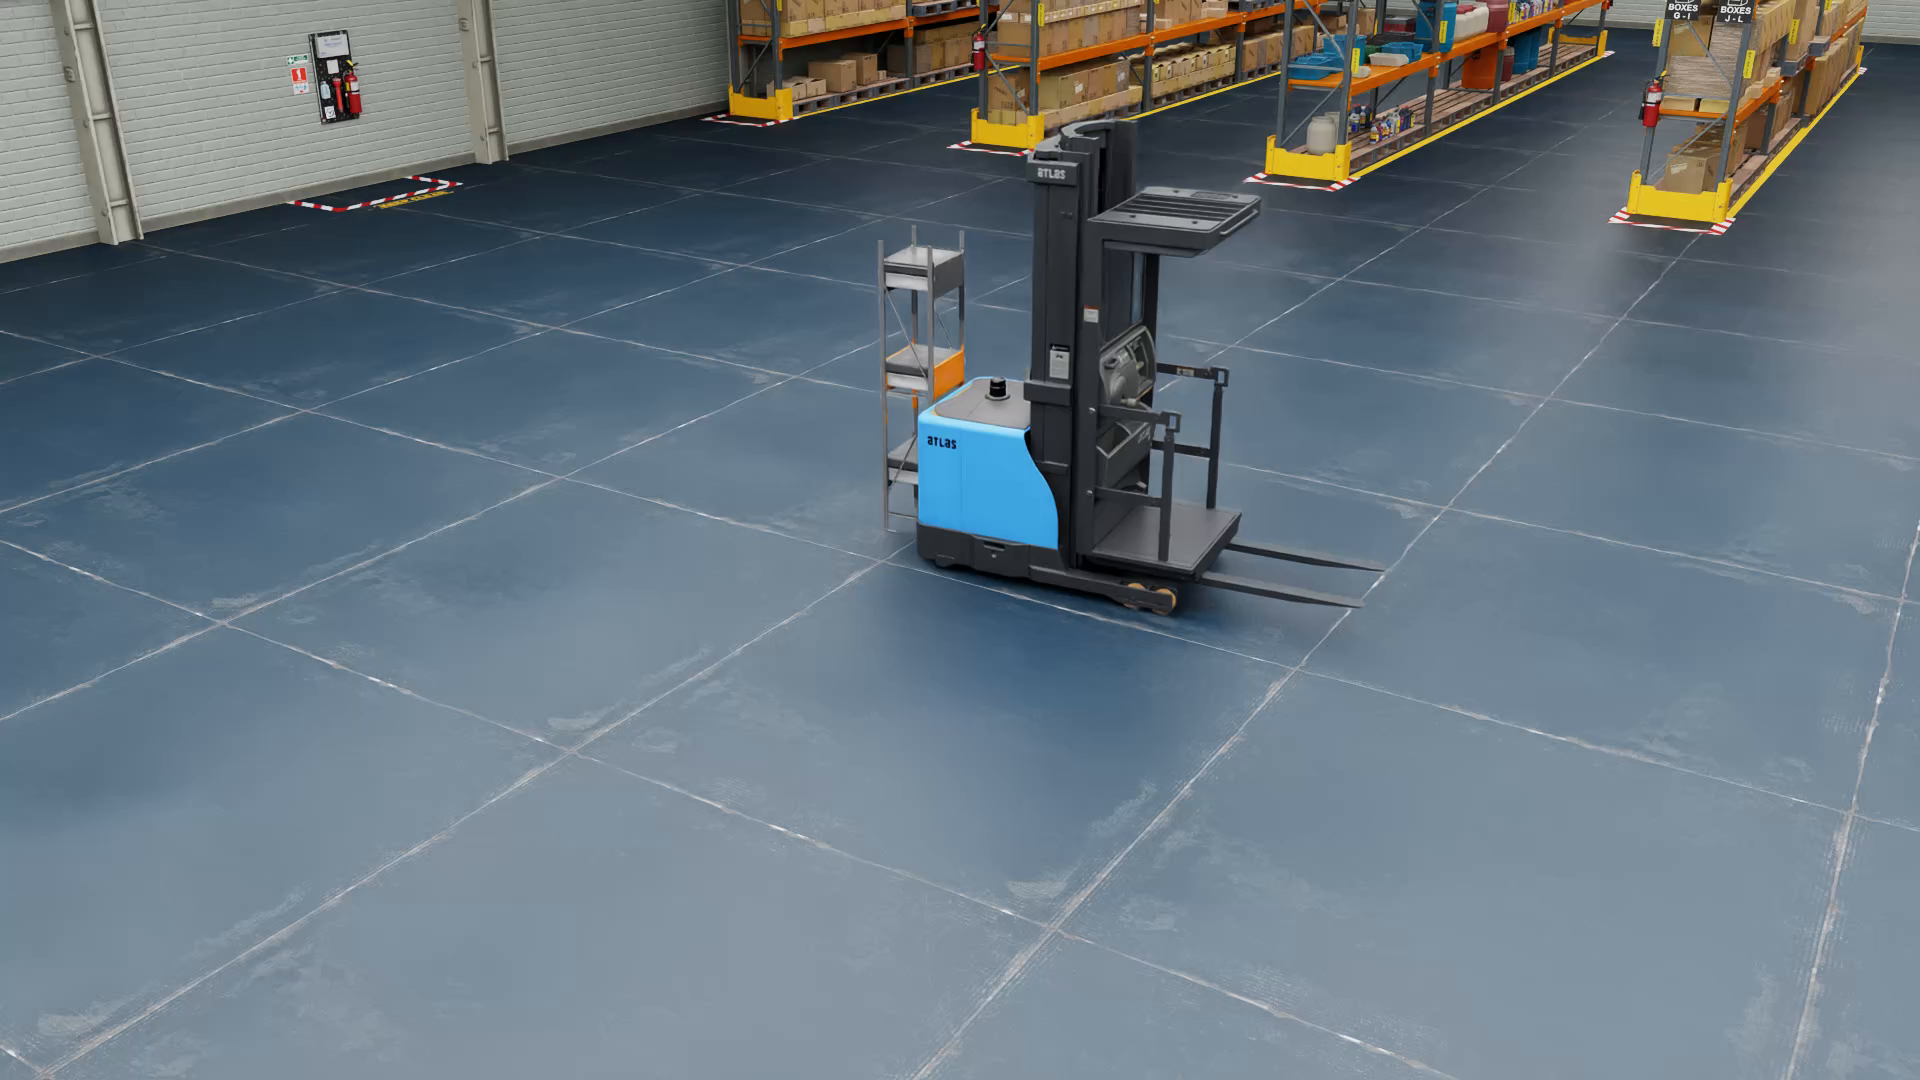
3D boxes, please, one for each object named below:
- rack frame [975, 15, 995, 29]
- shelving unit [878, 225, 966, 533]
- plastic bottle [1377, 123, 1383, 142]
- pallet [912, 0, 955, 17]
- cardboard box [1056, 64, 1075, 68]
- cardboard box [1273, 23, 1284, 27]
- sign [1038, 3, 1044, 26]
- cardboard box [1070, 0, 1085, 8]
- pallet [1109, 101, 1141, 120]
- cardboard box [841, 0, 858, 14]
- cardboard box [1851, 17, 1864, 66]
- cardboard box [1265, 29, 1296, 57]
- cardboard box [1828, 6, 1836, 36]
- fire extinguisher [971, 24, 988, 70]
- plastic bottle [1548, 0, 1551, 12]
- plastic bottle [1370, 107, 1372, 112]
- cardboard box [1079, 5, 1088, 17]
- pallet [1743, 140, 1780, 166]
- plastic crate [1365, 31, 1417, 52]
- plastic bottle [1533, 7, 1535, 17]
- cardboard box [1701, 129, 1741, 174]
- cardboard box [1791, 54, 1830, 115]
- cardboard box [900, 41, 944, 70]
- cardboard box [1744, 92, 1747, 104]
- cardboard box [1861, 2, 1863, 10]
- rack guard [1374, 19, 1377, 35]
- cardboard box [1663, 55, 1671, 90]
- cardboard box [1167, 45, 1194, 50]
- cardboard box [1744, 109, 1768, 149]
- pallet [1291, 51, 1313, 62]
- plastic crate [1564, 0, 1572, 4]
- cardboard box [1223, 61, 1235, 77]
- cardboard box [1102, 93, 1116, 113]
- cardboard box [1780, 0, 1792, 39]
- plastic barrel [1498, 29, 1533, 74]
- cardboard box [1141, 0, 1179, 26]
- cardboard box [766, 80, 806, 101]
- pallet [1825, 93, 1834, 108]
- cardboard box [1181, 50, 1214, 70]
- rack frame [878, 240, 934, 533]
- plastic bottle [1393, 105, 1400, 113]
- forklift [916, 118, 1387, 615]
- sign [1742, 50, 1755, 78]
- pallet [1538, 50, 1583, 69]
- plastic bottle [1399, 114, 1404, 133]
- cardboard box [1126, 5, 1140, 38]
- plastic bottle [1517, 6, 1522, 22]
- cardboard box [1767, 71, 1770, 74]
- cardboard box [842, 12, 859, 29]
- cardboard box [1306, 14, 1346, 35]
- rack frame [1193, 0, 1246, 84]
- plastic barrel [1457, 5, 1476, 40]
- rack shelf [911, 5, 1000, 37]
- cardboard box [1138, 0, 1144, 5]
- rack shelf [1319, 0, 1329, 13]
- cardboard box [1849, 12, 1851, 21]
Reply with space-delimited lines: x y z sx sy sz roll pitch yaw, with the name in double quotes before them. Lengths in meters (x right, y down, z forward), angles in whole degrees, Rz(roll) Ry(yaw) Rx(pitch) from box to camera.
"rack frame" 0.763 -11.340 34.170 1.000 3.000 0.127 14 27 29
"shelving unit" -0.257 -1.085 11.613 0.431 2.100 0.503 11 26 23
"plastic bottle" 6.316 -6.139 25.020 0.061 0.283 0.133 14 27 30
"pallet" -0.820 -10.130 31.615 1.003 0.211 1.213 14 27 29
"cardboard box" 1.563 -7.631 27.590 0.500 0.500 0.500 14 27 29
"cardboard box" 6.621 -10.596 35.044 0.500 0.500 0.500 13 26 27
"sign" 1.222 -7.919 25.077 0.100 0.325 0.005 14 27 29
"cardboard box" 1.577 -8.766 26.466 0.700 0.500 0.500 14 27 29
"pallet" 2.408 -7.414 28.611 1.003 0.211 1.213 14 27 29
"cardboard box" -2.140 -9.537 29.225 0.500 0.500 0.500 15 27 31
"cardboard box" 17.338 -9.911 33.015 0.875 0.875 0.875 14 27 29
"cardboard box" 6.534 -10.148 34.007 0.500 0.500 0.500 14 27 30
"cardboard box" 14.412 -8.727 28.008 0.500 0.500 0.500 13 27 28
"fire extinguisher" 0.297 -7.625 25.686 0.296 0.674 0.183 14 27 29
"plastic bottle" 11.273 -10.272 31.850 0.061 0.283 0.133 14 27 29
"plastic bottle" 6.473 -6.717 26.355 0.061 0.283 0.133 14 27 29
"cardboard box" 1.821 -8.469 26.596 0.380 0.149 0.250 13 27 28
"pallet" 11.687 -5.860 25.020 1.003 0.211 1.213 14 27 29
"plastic crate" 6.686 -7.736 25.922 0.767 0.338 0.504 14 27 29
"plastic bottle" 10.666 -9.860 31.001 0.097 0.201 0.097 0 23 0
"cardboard box" 10.476 -5.374 23.007 0.500 0.500 0.500 11 26 24
"cardboard box" 13.769 -7.673 27.843 1.225 0.875 0.875 12 26 27
"cardboard box" -0.743 -9.482 32.470 0.700 0.500 0.500 13 27 28
"cardboard box" 9.927 -5.707 21.475 0.380 0.149 0.250 14 27 29
"cardboard box" 17.162 -10.277 32.030 0.380 0.149 0.250 13 27 28
"rack guard" 9.153 -11.831 38.450 1.175 0.500 0.348 14 27 29
"cardboard box" 9.643 -6.082 21.524 0.875 0.500 0.500 14 27 29
"cardboard box" 4.178 -9.197 31.447 0.500 0.311 0.500 13 27 28
"cardboard box" 11.620 -6.134 24.736 0.700 0.500 0.500 12 26 25
"pallet" 6.686 -10.091 34.795 1.003 0.211 1.213 14 27 29
"plastic crate" 11.974 -10.920 33.043 0.402 0.464 0.583 14 27 29
"cardboard box" 4.903 -9.006 31.710 0.500 0.250 0.500 15 27 30
"cardboard box" 2.281 -7.344 27.870 0.500 0.250 0.500 14 27 29
"cardboard box" 11.011 -7.139 22.706 0.500 0.500 0.500 14 27 29
"plastic barrel" 10.615 -9.425 31.858 0.600 0.901 0.708 14 27 29
"cardboard box" 3.560 -9.433 29.638 0.500 0.500 0.500 16 28 33
"cardboard box" -3.015 -7.823 28.876 0.500 0.311 0.500 11 26 23
"pallet" 15.154 -8.020 30.011 1.003 0.211 1.213 14 27 29
"cardboard box" 4.369 -8.917 30.798 0.500 0.311 0.500 14 27 29
"rack frame" -0.363 -0.997 11.411 0.400 2.100 0.015 11 26 23
"plastic bottle" 6.852 -6.653 26.123 0.144 0.351 0.185 14 27 29
"forklift" 1.261 -1.106 10.615 3.031 2.935 1.130 11 26 23
"sign" 9.629 -5.810 20.305 0.100 0.325 0.005 14 27 29
"pallet" 12.287 -10.004 34.594 1.003 0.211 1.213 14 27 29
"plastic bottle" 6.823 -6.463 25.770 0.061 0.283 0.133 16 28 32
"cardboard box" 2.635 -8.848 28.288 0.700 0.500 0.500 13 27 28
"plastic bottle" 10.158 -9.559 30.201 0.061 0.283 0.133 14 27 29
"cardboard box" 11.091 -6.473 23.242 0.380 0.149 0.250 14 27 29
"cardboard box" -2.126 -9.198 29.385 0.500 0.250 0.500 14 27 29
"cardboard box" 8.070 -11.345 36.769 0.797 0.503 0.637 14 27 29
"rack frame" 4.973 -10.304 31.775 1.000 3.000 0.127 14 27 29
"plastic barrel" 8.376 -8.647 27.778 0.433 0.535 0.433 0 23 0
"rack shelf" -0.292 -10.335 32.754 1.077 0.370 4.000 14 27 29
"cardboard box" 2.902 -9.160 28.192 0.380 0.149 0.250 14 27 29
"rack shelf" 8.138 -11.998 36.596 1.077 0.370 4.000 14 27 29
"cardboard box" 16.075 -9.580 30.420 0.380 0.149 0.250 13 27 27
